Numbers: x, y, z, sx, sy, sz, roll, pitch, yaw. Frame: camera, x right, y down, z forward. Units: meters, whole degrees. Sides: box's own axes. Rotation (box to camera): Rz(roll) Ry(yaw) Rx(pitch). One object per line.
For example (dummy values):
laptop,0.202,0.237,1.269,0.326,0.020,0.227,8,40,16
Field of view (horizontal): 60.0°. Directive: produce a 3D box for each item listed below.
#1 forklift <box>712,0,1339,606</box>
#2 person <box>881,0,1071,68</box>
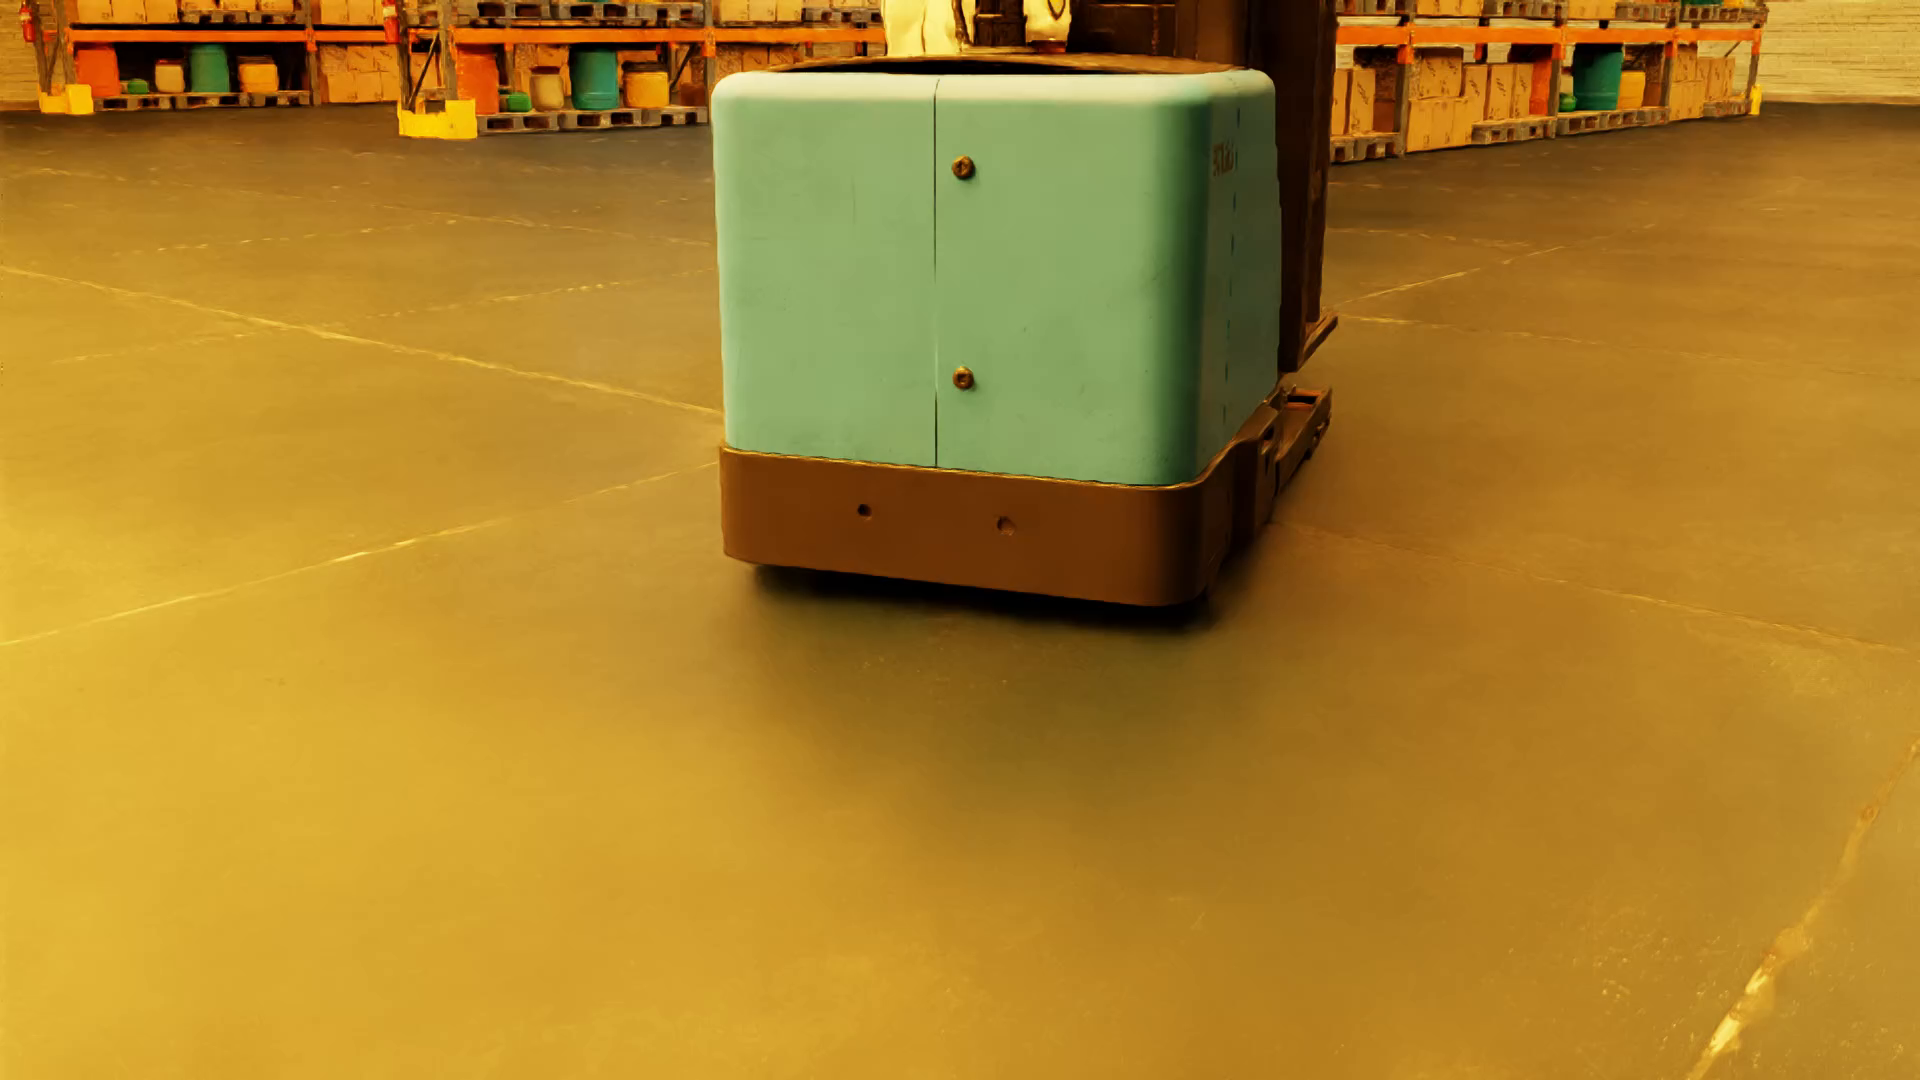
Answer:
forklift,0.455,-1.660,4.365,1.130,2.935,3.031,6,18,19
person,-0.063,-0.805,3.651,0.571,1.693,0.532,13,21,37
